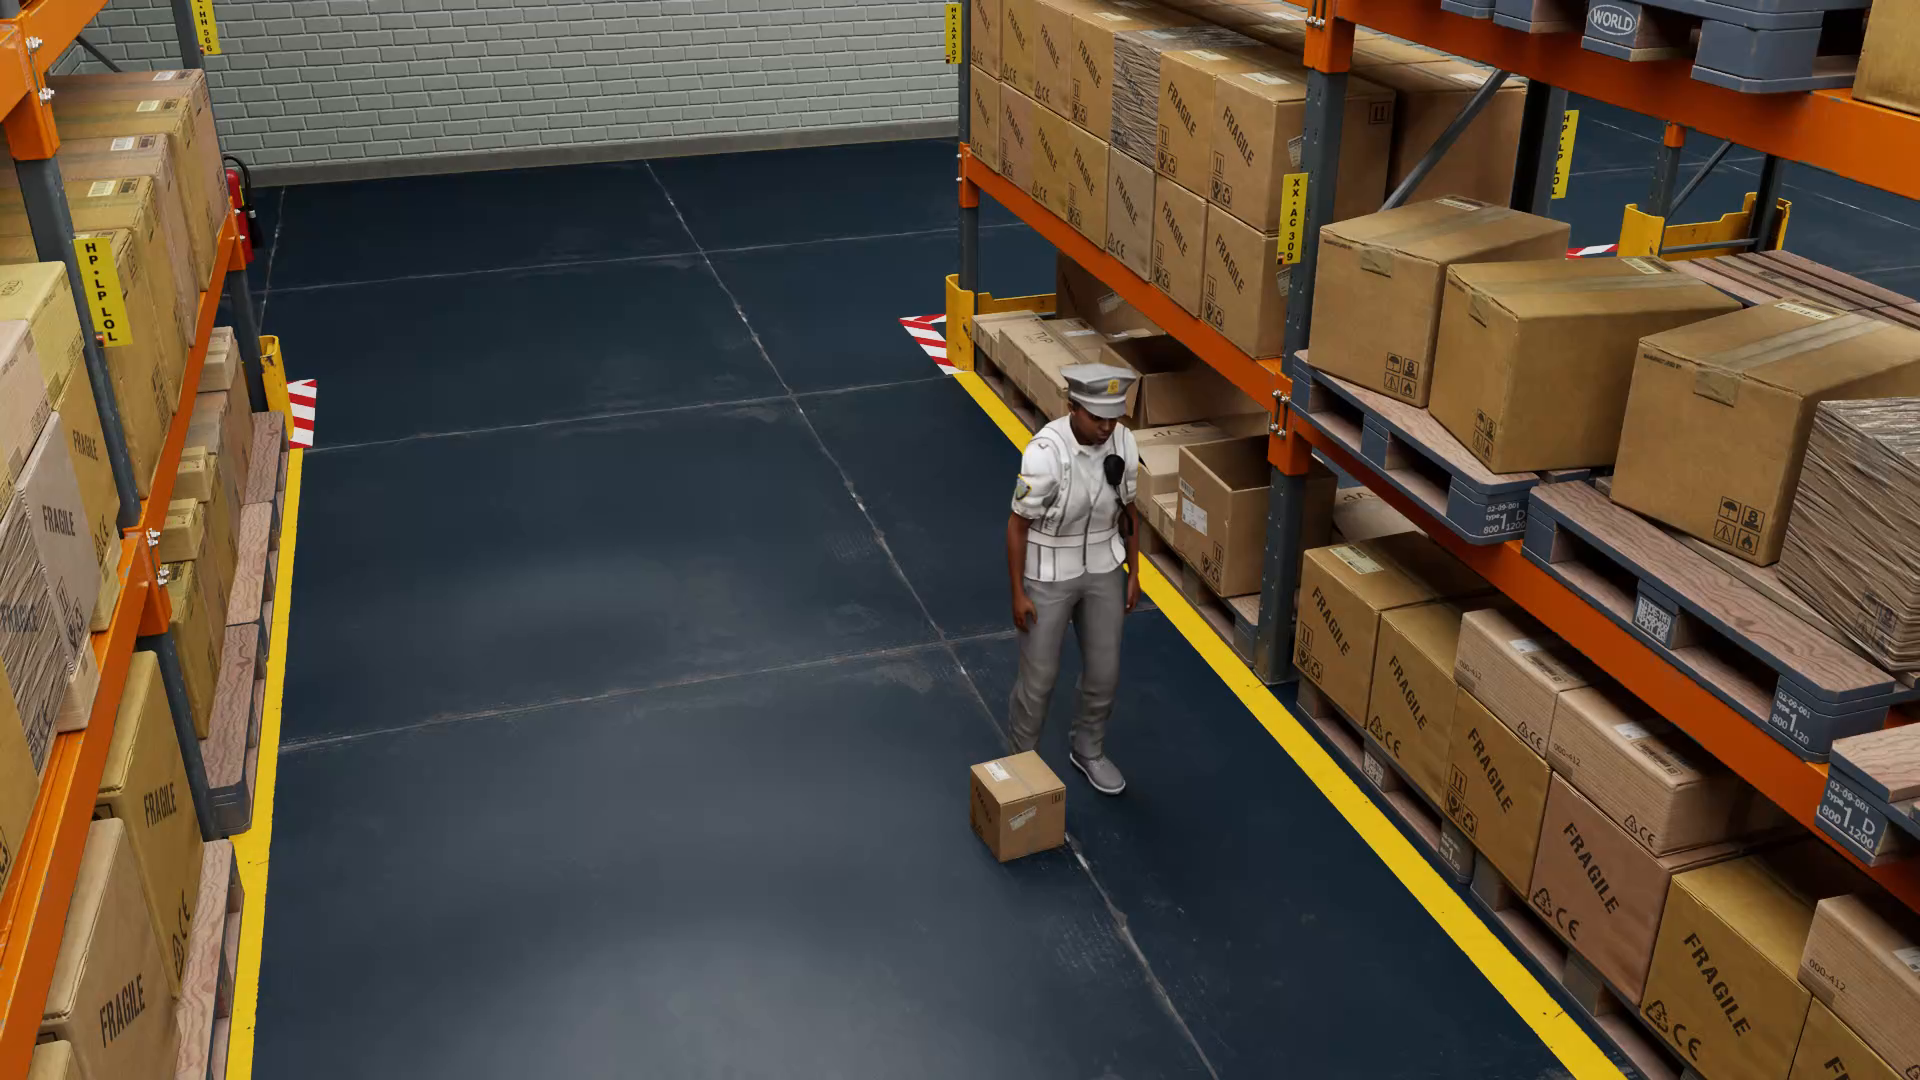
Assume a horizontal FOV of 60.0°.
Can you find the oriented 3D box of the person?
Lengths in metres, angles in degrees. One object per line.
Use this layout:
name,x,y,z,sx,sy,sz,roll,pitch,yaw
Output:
person,0.395,0.153,5.811,0.518,1.657,0.400,-10,28,-19
